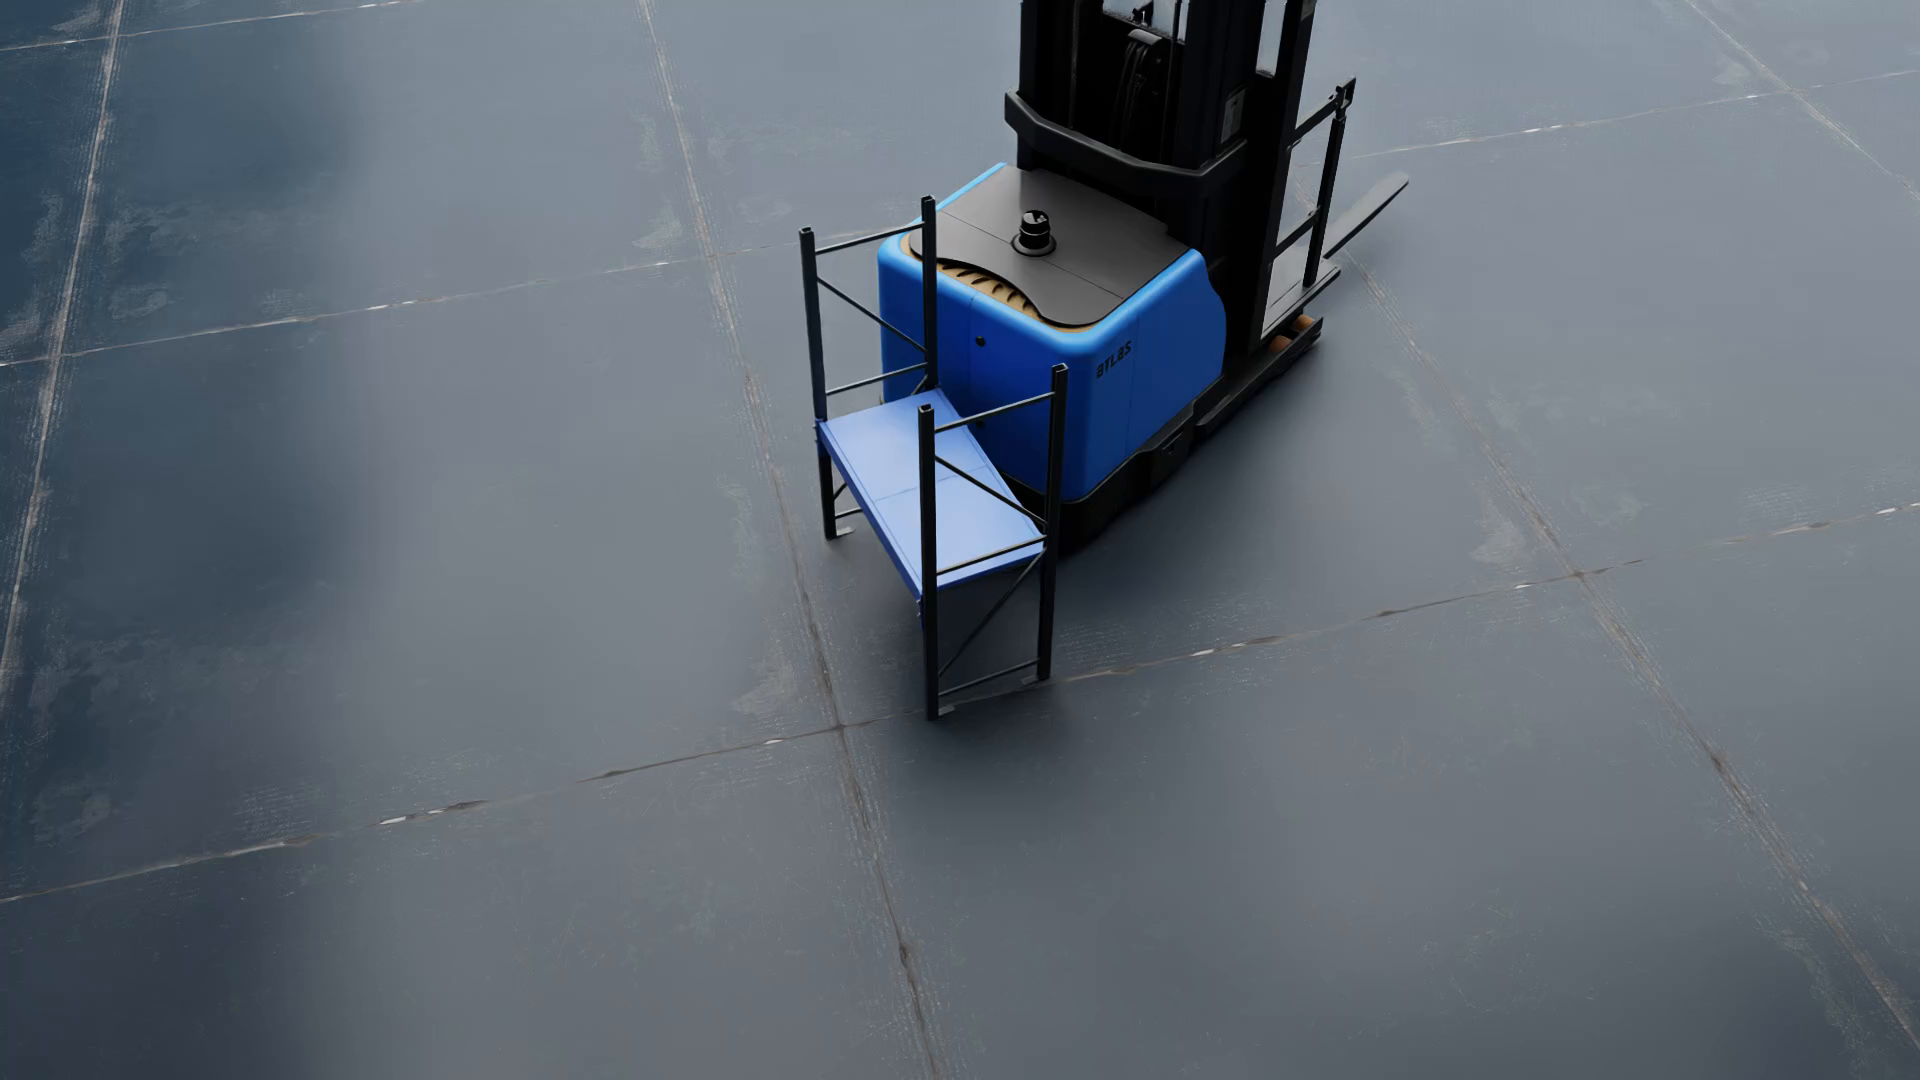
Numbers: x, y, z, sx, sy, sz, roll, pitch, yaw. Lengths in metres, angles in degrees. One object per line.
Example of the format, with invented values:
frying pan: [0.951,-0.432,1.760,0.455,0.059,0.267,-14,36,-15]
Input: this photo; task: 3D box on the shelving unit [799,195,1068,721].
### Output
shelving unit: [-0.107,-0.275,5.969,0.538,1.500,1.048,-18,48,-17]

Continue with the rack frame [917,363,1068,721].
rack frame: [0.104,0.056,5.645,0.500,1.500,0.032,-18,48,-17]

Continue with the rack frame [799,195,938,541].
rack frame: [-0.319,-0.605,6.293,0.500,1.500,0.032,-18,48,-17]

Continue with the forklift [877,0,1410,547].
forklift: [0.995,-1.987,6.645,1.130,2.935,3.031,31,53,27]

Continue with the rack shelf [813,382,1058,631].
rack shelf: [-0.107,-0.149,6.098,0.538,0.185,1.000,-18,48,-17]
